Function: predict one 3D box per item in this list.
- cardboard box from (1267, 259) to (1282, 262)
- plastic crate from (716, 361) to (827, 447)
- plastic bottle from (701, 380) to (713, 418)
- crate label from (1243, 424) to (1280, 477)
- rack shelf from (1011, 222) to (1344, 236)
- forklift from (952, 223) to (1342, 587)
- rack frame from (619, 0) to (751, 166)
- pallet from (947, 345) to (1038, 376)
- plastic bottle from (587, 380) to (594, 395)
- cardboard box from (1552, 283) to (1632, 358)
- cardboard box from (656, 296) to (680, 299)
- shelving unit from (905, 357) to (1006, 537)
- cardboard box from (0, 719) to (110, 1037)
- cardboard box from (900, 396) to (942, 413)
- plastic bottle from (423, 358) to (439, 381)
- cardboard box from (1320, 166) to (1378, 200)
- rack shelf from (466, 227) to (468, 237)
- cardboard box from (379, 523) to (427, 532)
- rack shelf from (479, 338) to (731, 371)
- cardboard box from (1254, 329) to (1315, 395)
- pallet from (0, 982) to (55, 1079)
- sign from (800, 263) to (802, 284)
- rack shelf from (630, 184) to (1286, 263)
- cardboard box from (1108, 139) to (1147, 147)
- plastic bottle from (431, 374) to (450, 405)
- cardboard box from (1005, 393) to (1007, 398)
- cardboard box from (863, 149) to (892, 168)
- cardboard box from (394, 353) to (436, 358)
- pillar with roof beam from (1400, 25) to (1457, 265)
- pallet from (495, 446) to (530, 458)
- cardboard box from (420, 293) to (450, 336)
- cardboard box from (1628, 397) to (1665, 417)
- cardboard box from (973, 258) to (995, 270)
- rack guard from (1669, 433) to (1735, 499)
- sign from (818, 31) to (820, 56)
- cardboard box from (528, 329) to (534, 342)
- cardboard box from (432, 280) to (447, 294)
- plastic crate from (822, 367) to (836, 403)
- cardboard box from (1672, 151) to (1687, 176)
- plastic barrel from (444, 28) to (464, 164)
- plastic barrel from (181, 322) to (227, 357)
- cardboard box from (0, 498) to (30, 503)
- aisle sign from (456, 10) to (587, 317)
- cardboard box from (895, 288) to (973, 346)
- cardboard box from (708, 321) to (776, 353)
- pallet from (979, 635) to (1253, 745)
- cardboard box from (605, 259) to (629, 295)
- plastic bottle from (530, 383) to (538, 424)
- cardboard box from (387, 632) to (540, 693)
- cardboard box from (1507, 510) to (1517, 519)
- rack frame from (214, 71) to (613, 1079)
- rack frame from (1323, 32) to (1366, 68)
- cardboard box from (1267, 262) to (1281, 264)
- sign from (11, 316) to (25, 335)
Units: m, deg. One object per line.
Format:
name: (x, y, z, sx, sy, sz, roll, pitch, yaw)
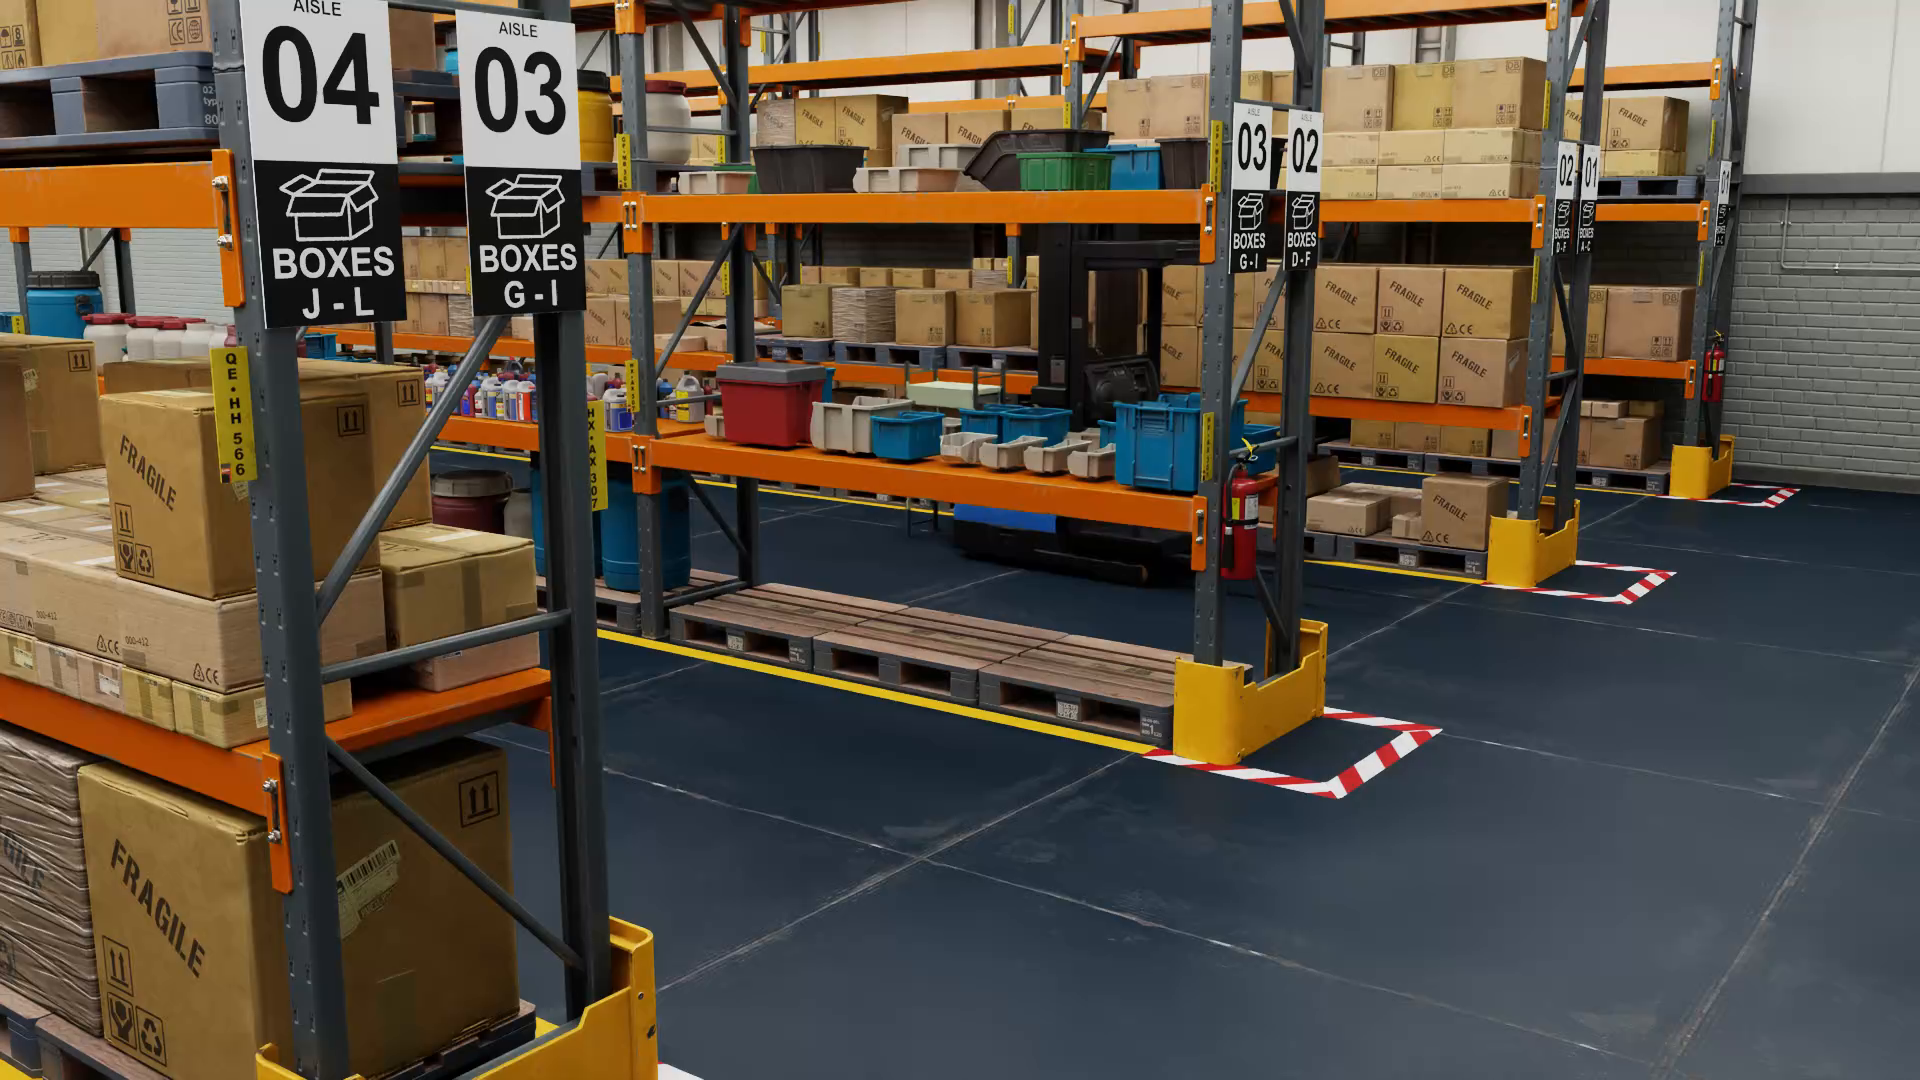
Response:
cardboard box: (3.623, -3.010, 18.619, 0.500, 0.250, 0.500, 8, 14, 37)
plastic crate: (-1.142, -0.829, 10.092, 0.583, 0.464, 0.402, 8, 13, 36)
plastic bottle: (-1.756, -0.956, 11.383, 0.133, 0.283, 0.061, 8, 13, 36)
crate label: (1.507, -0.483, 8.911, 0.303, 0.233, 0.416, 8, 13, 36)
rack shelf: (2.539, -3.768, 19.607, 4.000, 0.370, 1.077, 8, 13, 36)
forklift: (1.398, -1.209, 12.560, 3.031, 2.935, 1.130, 9, 14, 38)
rack frame: (-1.713, -3.853, 10.252, 0.127, 3.000, 1.000, 8, 13, 36)
pallet: (0.642, -1.677, 15.308, 1.213, 0.211, 1.003, 8, 13, 36)
plastic bottle: (-2.563, -0.958, 11.215, 0.185, 0.351, 0.144, 8, 13, 36)
cardboard box: (6.365, -2.257, 17.011, 0.700, 0.700, 0.980, 8, 13, 35)
cardboard box: (-4.076, -3.434, 24.225, 0.500, 0.250, 0.500, 8, 14, 36)
shelving unit: (-0.042, -0.746, 13.935, 0.755, 1.500, 0.431, 9, 14, 38)
cardboard box: (-2.718, 0.976, 5.577, 0.875, 0.875, 0.875, 8, 13, 36)
cardboard box: (-0.235, -1.282, 16.210, 0.500, 0.250, 0.500, 8, 13, 34)
plastic bottle: (-4.173, -1.293, 13.125, 0.133, 0.283, 0.061, 8, 13, 36)
cardboard box: (3.068, -2.744, 12.813, 0.500, 0.250, 0.500, 8, 13, 36)
rack shelf: (-6.838, -3.909, 20.334, 4.000, 0.370, 1.077, 8, 13, 36)
cardboard box: (-2.071, 0.076, 5.353, 0.500, 0.250, 0.500, 8, 13, 35)
rack shelf: (-3.614, -1.986, 18.294, 4.000, 0.370, 1.077, 8, 13, 36)
cardboard box: (2.698, -1.444, 13.336, 0.500, 0.500, 0.500, 8, 13, 35)
pallet: (-3.091, 1.455, 5.954, 1.213, 0.211, 1.003, 8, 13, 36)
sign: (-1.689, -2.728, 17.396, 0.005, 0.325, 0.100, 8, 13, 36)
rack shelf: (-0.101, -1.802, 9.443, 4.000, 0.370, 1.077, 8, 13, 36)
cardboard box: (1.466, -3.217, 13.942, 0.500, 0.250, 0.500, 8, 13, 36)
plastic bottle: (-3.662, -1.042, 11.844, 0.135, 0.276, 0.152, 8, 13, 36)
cardboard box: (0.316, -1.935, 21.558, 0.500, 0.500, 0.700, 8, 14, 36)
cardboard box: (-0.801, -3.477, 15.944, 0.500, 0.500, 0.910, 8, 13, 36)
cardboard box: (-7.027, -2.114, 21.217, 0.500, 0.500, 0.500, 8, 13, 36)
pillar with roof beam: (2.679, -4.764, 14.962, 0.400, 9.000, 9.100, 8, 13, 36)
pallet: (-4.610, -1.119, 19.256, 1.213, 0.211, 1.003, 8, 13, 36)
cardboard box: (-6.017, -2.721, 19.933, 0.500, 0.500, 0.700, 8, 13, 35)
cardboard box: (6.970, -1.351, 16.886, 0.250, 0.149, 0.380, 8, 14, 36)
cardboard box: (0.363, -3.525, 21.225, 0.250, 0.149, 0.380, 5, 12, 26)
rack guard: (7.394, -0.744, 16.560, 0.348, 0.500, 1.175, 8, 13, 36)
sign: (-1.973, -6.891, 23.079, 0.005, 0.325, 0.100, 8, 13, 36)
cardboard box: (-4.633, -2.310, 18.735, 0.250, 0.149, 0.380, 8, 13, 36)
cardboard box: (-5.983, -2.987, 19.601, 0.250, 0.149, 0.380, 7, 13, 34)
plastic crate: (-1.135, -0.928, 10.816, 0.575, 0.384, 0.392, 8, 13, 36)
cardboard box: (6.932, -3.748, 16.635, 0.500, 0.250, 0.500, 9, 14, 38)
plastic barrel: (-3.180, -3.001, 11.320, 0.708, 0.901, 0.600, 8, 13, 36)
plastic barrel: (-6.232, -1.542, 13.809, 0.421, 0.512, 0.421, 0, 11, 0)
cardboard box: (-3.603, -0.014, 5.818, 0.500, 0.250, 0.500, 8, 14, 37)
aisle sign: (-1.185, -1.013, 4.526, 0.004, 0.787, 0.394, 8, 13, 36)
cardboard box: (-0.239, -2.109, 15.667, 0.500, 0.500, 0.700, 4, 12, 21)
cardboard box: (-2.270, -2.119, 17.318, 0.500, 0.311, 0.500, 9, 14, 39)
pallet: (0.869, 0.813, 9.272, 1.213, 0.211, 1.003, 8, 13, 36)
cardboard box: (-4.922, -3.921, 24.765, 0.500, 0.500, 0.500, 8, 14, 36)
plastic bottle: (-2.797, -0.957, 11.209, 0.185, 0.351, 0.144, 8, 13, 36)
cardboard box: (-1.512, 0.334, 5.069, 0.250, 0.149, 0.380, 8, 14, 36)
cardboard box: (4.312, -0.131, 13.159, 0.250, 0.149, 0.380, 8, 13, 36)
rack frame: (-1.421, 0.301, 4.577, 0.127, 3.000, 1.000, 8, 13, 36)
rack frame: (4.151, -5.369, 18.091, 0.127, 3.000, 1.000, 8, 13, 36)
cardboard box: (2.603, -2.074, 13.957, 0.500, 0.500, 0.500, 8, 14, 36)
sign: (-8.496, -1.859, 15.015, 0.005, 0.325, 0.100, 8, 13, 36)
